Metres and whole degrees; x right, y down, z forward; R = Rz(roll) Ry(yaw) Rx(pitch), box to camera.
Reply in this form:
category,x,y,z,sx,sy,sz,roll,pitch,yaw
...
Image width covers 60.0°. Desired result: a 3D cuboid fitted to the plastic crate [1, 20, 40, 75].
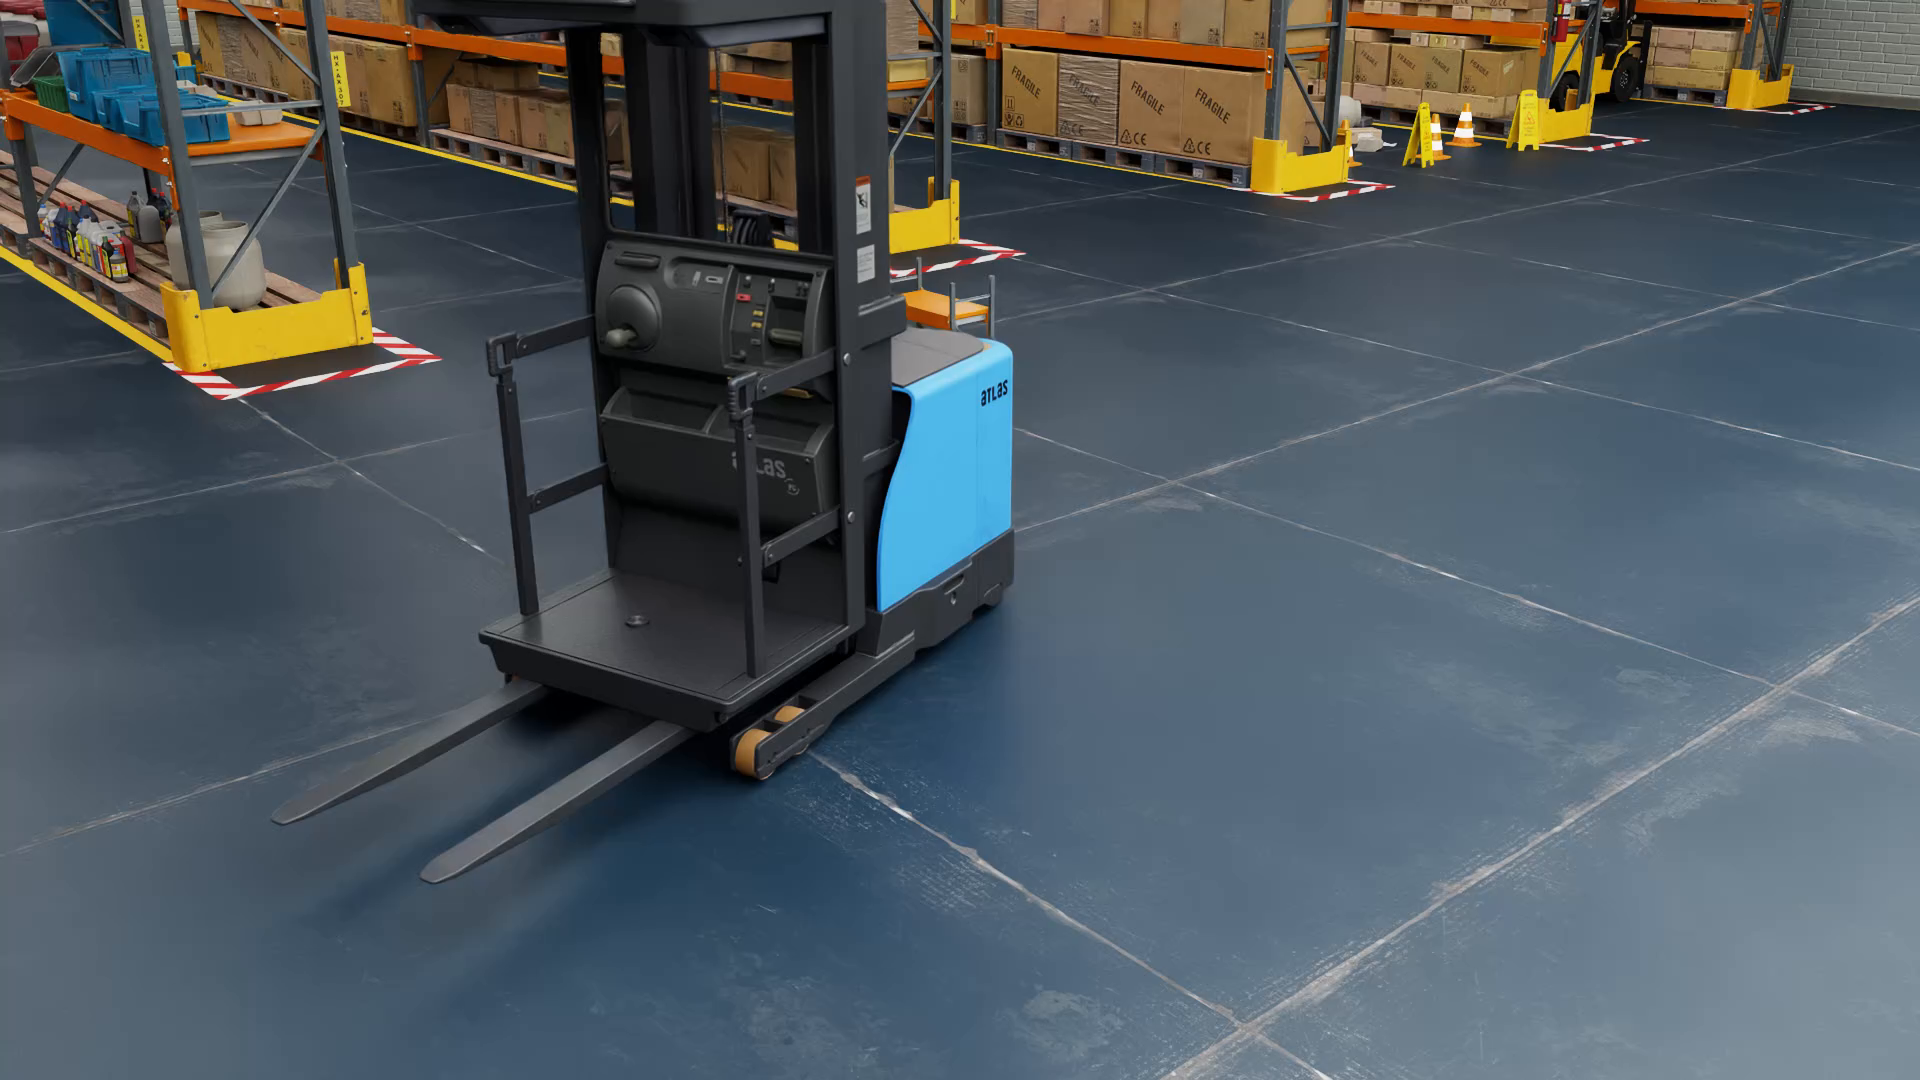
category,x,y,z,sx,sy,sz,roll,pitch,yaw
plastic crate,-7.397,-3.770,12.909,0.402,0.464,0.583,-17,27,-37

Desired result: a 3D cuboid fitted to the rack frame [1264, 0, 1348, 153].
category,x,y,z,sx,sy,sz,roll,pitch,yaw
rack frame,3.338,-4.906,15.898,1.000,3.000,0.127,-17,27,-37

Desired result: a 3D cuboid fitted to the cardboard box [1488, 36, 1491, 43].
category,x,y,z,sx,sy,sz,roll,pitch,yaw
cardboard box,7.819,-7.632,25.536,0.875,0.625,0.625,-16,26,-35

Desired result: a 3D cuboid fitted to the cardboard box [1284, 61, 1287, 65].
category,x,y,z,sx,sy,sz,roll,pitch,yaw
cardboard box,4.066,-6.334,22.570,0.950,0.372,0.625,-17,27,-37

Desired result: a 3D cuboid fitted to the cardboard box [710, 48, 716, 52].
category,x,y,z,sx,sy,sz,roll,pitch,yaw
cardboard box,-1.853,-4.496,14.305,0.875,0.500,0.500,-17,27,-37

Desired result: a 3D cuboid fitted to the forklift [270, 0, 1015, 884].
category,x,y,z,sx,sy,sz,roll,pitch,yaw
forklift,-0.952,-0.766,5.422,1.130,2.935,3.031,12,24,28

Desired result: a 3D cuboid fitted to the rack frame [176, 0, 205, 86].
category,x,y,z,sx,sy,sz,roll,pitch,yaw
rack frame,-10.930,-8.174,24.241,1.000,3.000,0.127,-17,27,-37

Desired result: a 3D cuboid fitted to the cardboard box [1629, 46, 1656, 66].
category,x,y,z,sx,sy,sz,roll,pitch,yaw
cardboard box,9.553,-6.782,23.196,0.500,0.250,0.500,-18,28,-39

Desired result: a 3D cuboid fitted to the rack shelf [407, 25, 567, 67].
category,x,y,z,sx,sy,sz,roll,pitch,yaw
rack shelf,-4.402,-5.076,17.318,1.077,0.370,4.000,-17,27,-37

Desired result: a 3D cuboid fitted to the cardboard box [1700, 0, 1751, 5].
category,x,y,z,sx,sy,sz,roll,pitch,yaw
cardboard box,10.259,-7.415,22.166,0.500,0.500,0.500,-18,28,-39

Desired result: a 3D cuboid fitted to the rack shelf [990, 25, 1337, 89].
category,x,y,z,sx,sy,sz,roll,pitch,yaw
rack shelf,2.032,-5.124,17.440,1.077,0.370,4.000,-17,27,-37

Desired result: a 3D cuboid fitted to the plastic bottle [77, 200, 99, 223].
category,x,y,z,sx,sy,sz,roll,pitch,yaw
plastic bottle,-6.527,-2.363,12.434,0.144,0.351,0.185,-17,27,-37

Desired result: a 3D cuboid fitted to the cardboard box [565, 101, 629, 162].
category,x,y,z,sx,sy,sz,roll,pitch,yaw
cardboard box,-3.481,-4.074,16.598,0.500,0.500,0.700,20,29,41

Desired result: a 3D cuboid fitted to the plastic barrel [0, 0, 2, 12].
category,x,y,z,sx,sy,sz,roll,pitch,yaw
plastic barrel,-8.352,-4.487,14.674,0.421,0.512,0.421,0,21,0

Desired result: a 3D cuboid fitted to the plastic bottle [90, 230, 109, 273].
category,x,y,z,sx,sy,sz,roll,pitch,yaw
plastic bottle,-6.003,-2.029,11.682,0.152,0.276,0.135,-18,28,-39

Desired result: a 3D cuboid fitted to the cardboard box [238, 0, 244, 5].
category,x,y,z,sx,sy,sz,roll,pitch,yaw
cardboard box,-9.438,-7.242,22.206,0.380,0.149,0.250,-17,27,-36

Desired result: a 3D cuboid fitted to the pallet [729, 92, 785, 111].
category,x,y,z,sx,sy,sz,roll,pitch,yaw
pallet,-2.393,-6.034,22.601,1.003,0.211,1.213,-17,27,-37

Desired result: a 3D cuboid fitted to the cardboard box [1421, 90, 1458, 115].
category,x,y,z,sx,sy,sz,roll,pitch,yaw
cardboard box,5.958,-5.332,20.179,0.500,0.250,0.500,-17,27,-37

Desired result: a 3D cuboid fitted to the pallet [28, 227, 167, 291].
category,x,y,z,sx,sy,sz,roll,pitch,yaw
pallet,-6.442,-2.186,12.775,1.003,0.211,1.213,-17,27,-37

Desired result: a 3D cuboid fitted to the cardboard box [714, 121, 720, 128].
category,x,y,z,sx,sy,sz,roll,pitch,yaw
cardboard box,-2.487,-3.614,15.449,0.500,0.500,0.500,-9,23,-21

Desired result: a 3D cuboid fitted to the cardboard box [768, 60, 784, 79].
category,x,y,z,sx,sy,sz,roll,pitch,yaw
cardboard box,-1.345,-3.865,13.583,0.380,0.149,0.250,-17,27,-37

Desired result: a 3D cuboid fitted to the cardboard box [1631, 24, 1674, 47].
category,x,y,z,sx,sy,sz,roll,pitch,yaw
cardboard box,9.568,-7.006,23.081,0.500,0.250,0.500,-17,27,-37

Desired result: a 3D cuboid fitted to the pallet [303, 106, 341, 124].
category,x,y,z,sx,sy,sz,roll,pitch,yaw
pallet,-7.758,-5.575,21.429,1.003,0.211,1.213,-17,27,-37

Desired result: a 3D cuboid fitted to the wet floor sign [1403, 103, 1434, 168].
category,x,y,z,sx,sy,sz,roll,pitch,yaw
wet floor sign,4.856,-4.273,17.510,0.232,0.644,0.267,17,27,36

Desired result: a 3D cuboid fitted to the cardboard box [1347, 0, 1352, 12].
category,x,y,z,sx,sy,sz,roll,pitch,yaw
cardboard box,4.909,-6.737,20.917,0.380,0.149,0.250,-16,27,-36

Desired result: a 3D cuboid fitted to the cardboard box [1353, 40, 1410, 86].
category,x,y,z,sx,sy,sz,roll,pitch,yaw
cardboard box,5.287,-5.966,20.770,0.500,0.500,0.500,-16,26,-35

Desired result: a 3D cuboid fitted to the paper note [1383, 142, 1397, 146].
category,x,y,z,sx,sy,sz,roll,pitch,yaw
paper note,4.897,-4.517,18.976,0.142,0.019,0.148,12,24,27

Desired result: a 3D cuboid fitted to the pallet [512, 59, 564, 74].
category,x,y,z,sx,sy,sz,roll,pitch,yaw
pallet,-6.553,-7.775,27.044,1.003,0.211,1.213,-17,27,-37

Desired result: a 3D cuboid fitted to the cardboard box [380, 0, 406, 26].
category,x,y,z,sx,sy,sz,roll,pitch,yaw
cardboard box,-6.218,-6.088,18.777,0.500,0.500,0.500,-16,27,-36

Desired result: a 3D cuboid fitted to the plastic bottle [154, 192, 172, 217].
category,x,y,z,sx,sy,sz,roll,pitch,yaw
plastic bottle,-6.085,-2.489,12.754,0.144,0.351,0.185,-19,28,-40

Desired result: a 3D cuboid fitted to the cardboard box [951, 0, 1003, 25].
category,x,y,z,sx,sy,sz,roll,pitch,yaw
cardboard box,0.183,-6.139,18.906,0.500,0.500,0.500,-18,27,-38

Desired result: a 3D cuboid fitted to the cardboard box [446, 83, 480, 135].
category,x,y,z,sx,sy,sz,roll,pitch,yaw
cardboard box,-5.255,-4.824,18.513,0.700,0.500,0.500,-19,28,-40

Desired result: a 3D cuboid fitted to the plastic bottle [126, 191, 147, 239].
category,x,y,z,sx,sy,sz,roll,pitch,yaw
plastic bottle,-6.320,-2.507,12.802,0.144,0.351,0.185,-17,27,-37

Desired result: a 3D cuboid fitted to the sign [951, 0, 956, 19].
category,x,y,z,sx,sy,sz,roll,pitch,yaw
sign,-0.075,-4.286,13.126,0.100,0.325,0.005,-17,27,-37

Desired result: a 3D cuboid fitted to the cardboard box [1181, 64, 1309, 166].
category,x,y,z,sx,sy,sz,roll,pitch,yaw
cardboard box,2.845,-4.284,16.647,0.875,0.875,0.875,-17,27,-37

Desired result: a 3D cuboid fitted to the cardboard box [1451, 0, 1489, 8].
category,x,y,z,sx,sy,sz,roll,pitch,yaw
cardboard box,6.135,-6.521,19.476,0.500,0.500,0.500,-17,27,-37

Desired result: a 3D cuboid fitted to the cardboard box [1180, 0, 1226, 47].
category,x,y,z,sx,sy,sz,roll,pitch,yaw
cardboard box,2.686,-5.215,16.479,0.875,0.550,0.550,-17,27,-37

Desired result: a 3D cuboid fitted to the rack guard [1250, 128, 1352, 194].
category,x,y,z,sx,sy,sz,roll,pitch,yaw
rack guard,3.353,-3.736,16.336,1.175,0.500,0.348,-17,27,-37

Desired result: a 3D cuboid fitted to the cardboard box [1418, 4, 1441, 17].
category,x,y,z,sx,sy,sz,roll,pitch,yaw
cardboard box,5.728,-6.385,20.017,0.380,0.149,0.250,-18,28,-38

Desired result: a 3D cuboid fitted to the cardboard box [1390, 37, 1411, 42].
category,x,y,z,sx,sy,sz,roll,pitch,yaw
cardboard box,5.667,-6.102,21.116,0.500,0.500,0.500,-16,26,-35

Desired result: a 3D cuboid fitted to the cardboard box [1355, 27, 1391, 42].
category,x,y,z,sx,sy,sz,roll,pitch,yaw
cardboard box,5.142,-6.293,20.714,0.380,0.149,0.250,-16,26,-34

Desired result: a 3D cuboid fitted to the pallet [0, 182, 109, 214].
category,x,y,z,sx,sy,sz,roll,pitch,yaw
pallet,-8.192,-2.926,14.665,1.003,0.211,1.213,-17,27,-37

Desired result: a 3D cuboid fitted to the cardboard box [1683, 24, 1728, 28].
category,x,y,z,sx,sy,sz,roll,pitch,yaw
cardboard box,10.280,-6.991,23.044,0.500,0.250,0.500,-17,27,-37

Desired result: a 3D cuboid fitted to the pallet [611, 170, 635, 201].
category,x,y,z,sx,sy,sz,roll,pitch,yaw
pallet,-2.632,-3.383,15.832,1.003,0.211,1.213,-17,27,-37

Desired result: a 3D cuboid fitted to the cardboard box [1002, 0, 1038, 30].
category,x,y,z,sx,sy,sz,roll,pitch,yaw
cardboard box,0.976,-5.982,18.439,0.875,0.550,0.550,-17,27,-37

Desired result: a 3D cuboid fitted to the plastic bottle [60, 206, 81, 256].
category,x,y,z,sx,sy,sz,roll,pitch,yaw
plastic bottle,-6.513,-2.277,12.214,0.144,0.351,0.185,-19,28,-40

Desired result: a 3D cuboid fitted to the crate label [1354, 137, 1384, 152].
category,x,y,z,sx,sy,sz,roll,pitch,yaw
crate label,4.585,-4.436,18.621,0.298,0.136,0.250,7,23,18

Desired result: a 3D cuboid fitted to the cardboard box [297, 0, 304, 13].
category,x,y,z,sx,sy,sz,roll,pitch,yaw
cardboard box,-7.879,-6.790,20.570,0.500,0.500,0.500,-17,27,-37

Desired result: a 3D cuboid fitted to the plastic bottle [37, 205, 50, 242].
category,x,y,z,sx,sy,sz,roll,pitch,yaw
plastic bottle,-6.973,-2.422,12.692,0.097,0.271,0.097,0,21,0

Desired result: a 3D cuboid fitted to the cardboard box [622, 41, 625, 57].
category,x,y,z,sx,sy,sz,roll,pitch,yaw
cardboard box,-2.847,-4.476,15.143,0.380,0.149,0.250,-17,27,-37

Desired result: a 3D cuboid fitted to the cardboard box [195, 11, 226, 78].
category,x,y,z,sx,sy,sz,roll,pitch,yaw
cardboard box,-10.452,-7.222,24.149,0.875,0.875,0.875,-17,27,-37

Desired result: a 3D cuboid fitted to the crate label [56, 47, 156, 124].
category,x,y,z,sx,sy,sz,roll,pitch,yaw
crate label,-5.644,-3.035,11.071,0.502,0.435,0.616,-17,27,-37

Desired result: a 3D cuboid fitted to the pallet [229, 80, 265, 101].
category,x,y,z,sx,sy,sz,roll,pitch,yaw
pallet,-9.557,-6.336,23.372,1.003,0.211,1.213,-17,27,-37

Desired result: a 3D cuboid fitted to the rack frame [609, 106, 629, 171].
category,x,y,z,sx,sy,sz,roll,pitch,yaw
rack frame,-3.097,-4.859,15.776,1.000,3.000,0.127,-17,27,-37

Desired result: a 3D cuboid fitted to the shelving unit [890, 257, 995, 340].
category,x,y,z,sx,sy,sz,roll,pitch,yaw
shelving unit,-0.108,-0.604,7.382,0.258,1.200,0.503,-17,27,-37

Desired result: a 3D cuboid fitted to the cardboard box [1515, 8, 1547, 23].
category,x,y,z,sx,sy,sz,roll,pitch,yaw
cardboard box,6.615,-6.048,19.157,0.380,0.149,0.250,-16,27,-36
